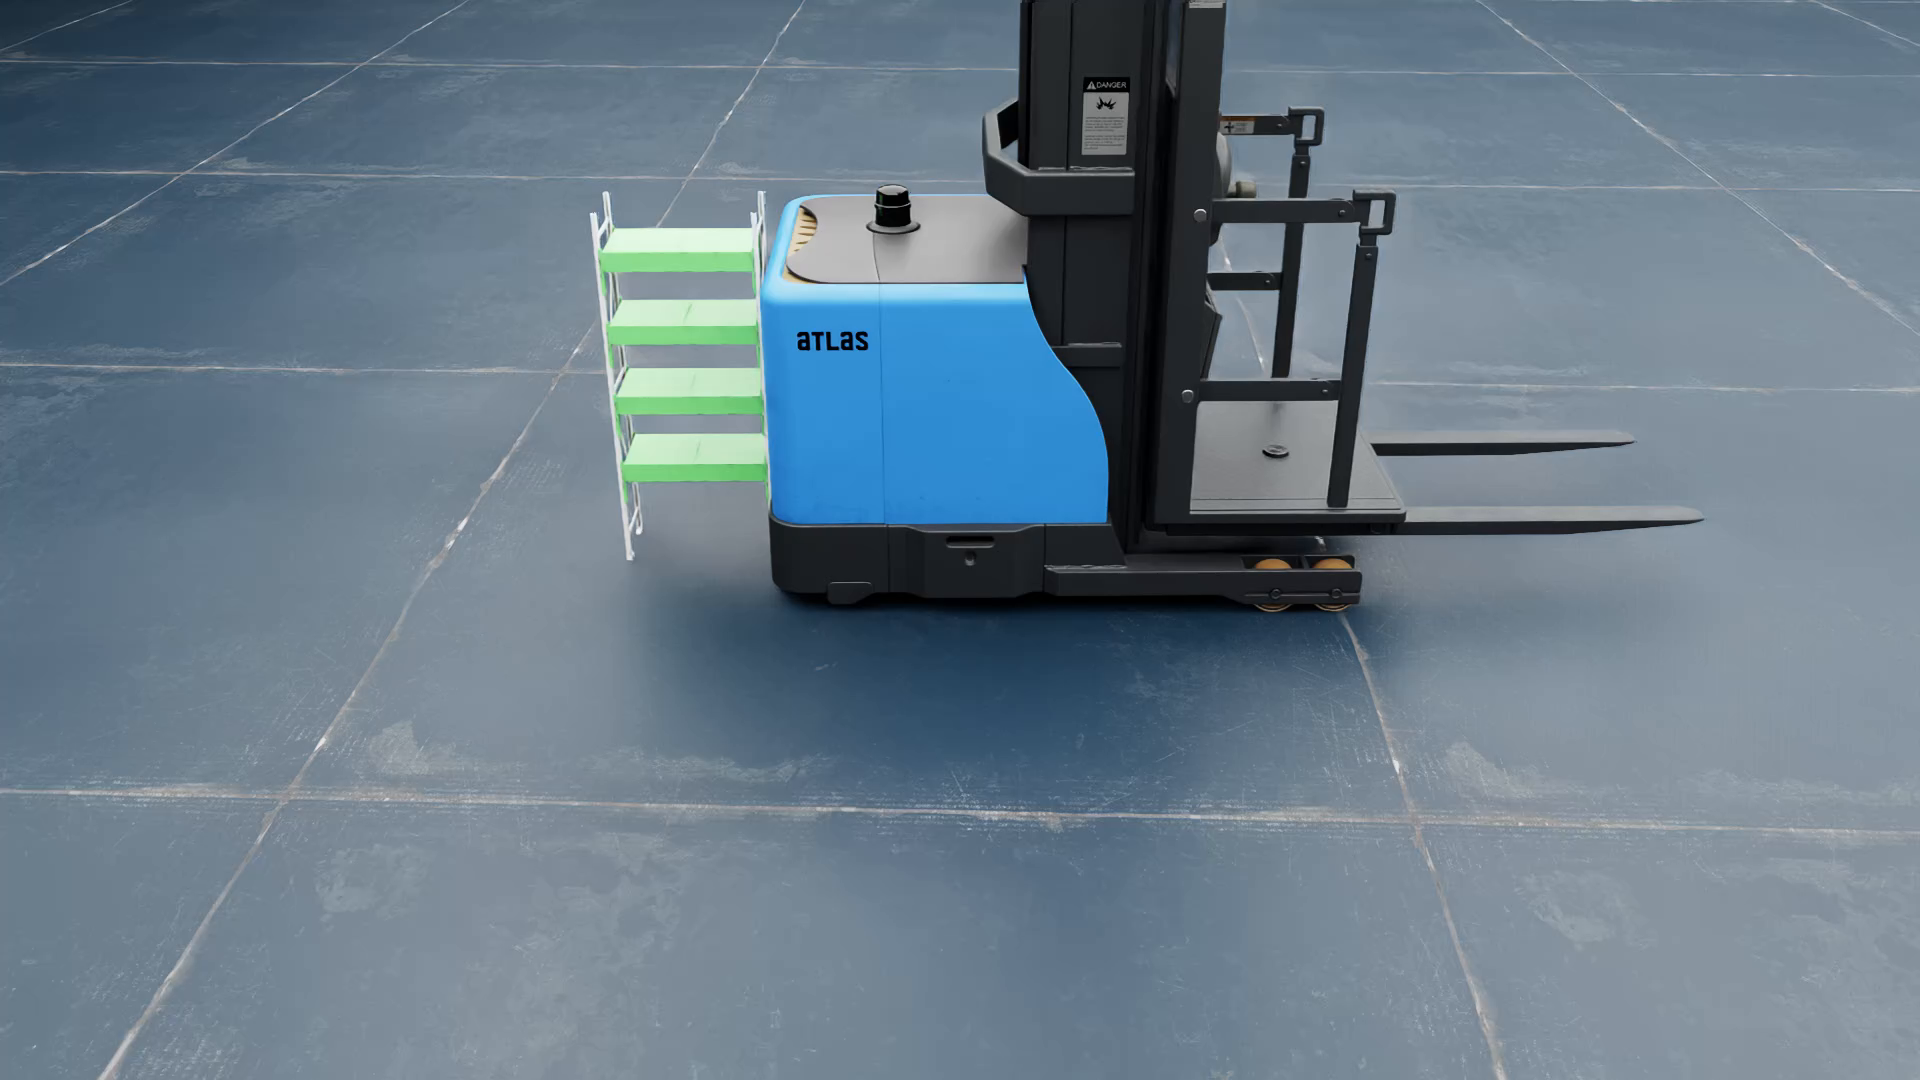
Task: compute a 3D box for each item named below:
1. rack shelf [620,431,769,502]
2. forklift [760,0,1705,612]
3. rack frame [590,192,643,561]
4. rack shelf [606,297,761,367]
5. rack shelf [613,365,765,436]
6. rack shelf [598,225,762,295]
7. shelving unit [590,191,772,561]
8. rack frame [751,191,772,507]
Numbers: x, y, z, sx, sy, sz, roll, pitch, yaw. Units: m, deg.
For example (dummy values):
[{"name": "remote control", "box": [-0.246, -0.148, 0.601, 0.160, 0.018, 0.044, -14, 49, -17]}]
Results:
[{"name": "rack shelf", "box": [-0.874, -0.249, 5.588, 0.480, 0.148, 0.258, 0, 28, -1]}, {"name": "forklift", "box": [0.905, -1.315, 5.101, 3.031, 2.935, 1.130, 0, 28, -1]}, {"name": "rack frame", "box": [-1.118, -0.516, 5.443, 0.015, 1.200, 0.240, 0, 28, -1]}, {"name": "rack shelf", "box": [-0.874, -0.673, 5.363, 0.480, 0.148, 0.258, 0, 28, -1]}, {"name": "rack shelf", "box": [-0.874, -0.461, 5.475, 0.480, 0.148, 0.258, 0, 28, -1]}, {"name": "rack shelf", "box": [-0.874, -0.885, 5.250, 0.480, 0.148, 0.258, 0, 28, -1]}, {"name": "shelving unit", "box": [-0.874, -0.518, 5.445, 0.503, 1.200, 0.258, 0, 28, -1]}, {"name": "rack frame", "box": [-0.630, -0.519, 5.448, 0.015, 1.200, 0.240, 0, 28, -1]}]
